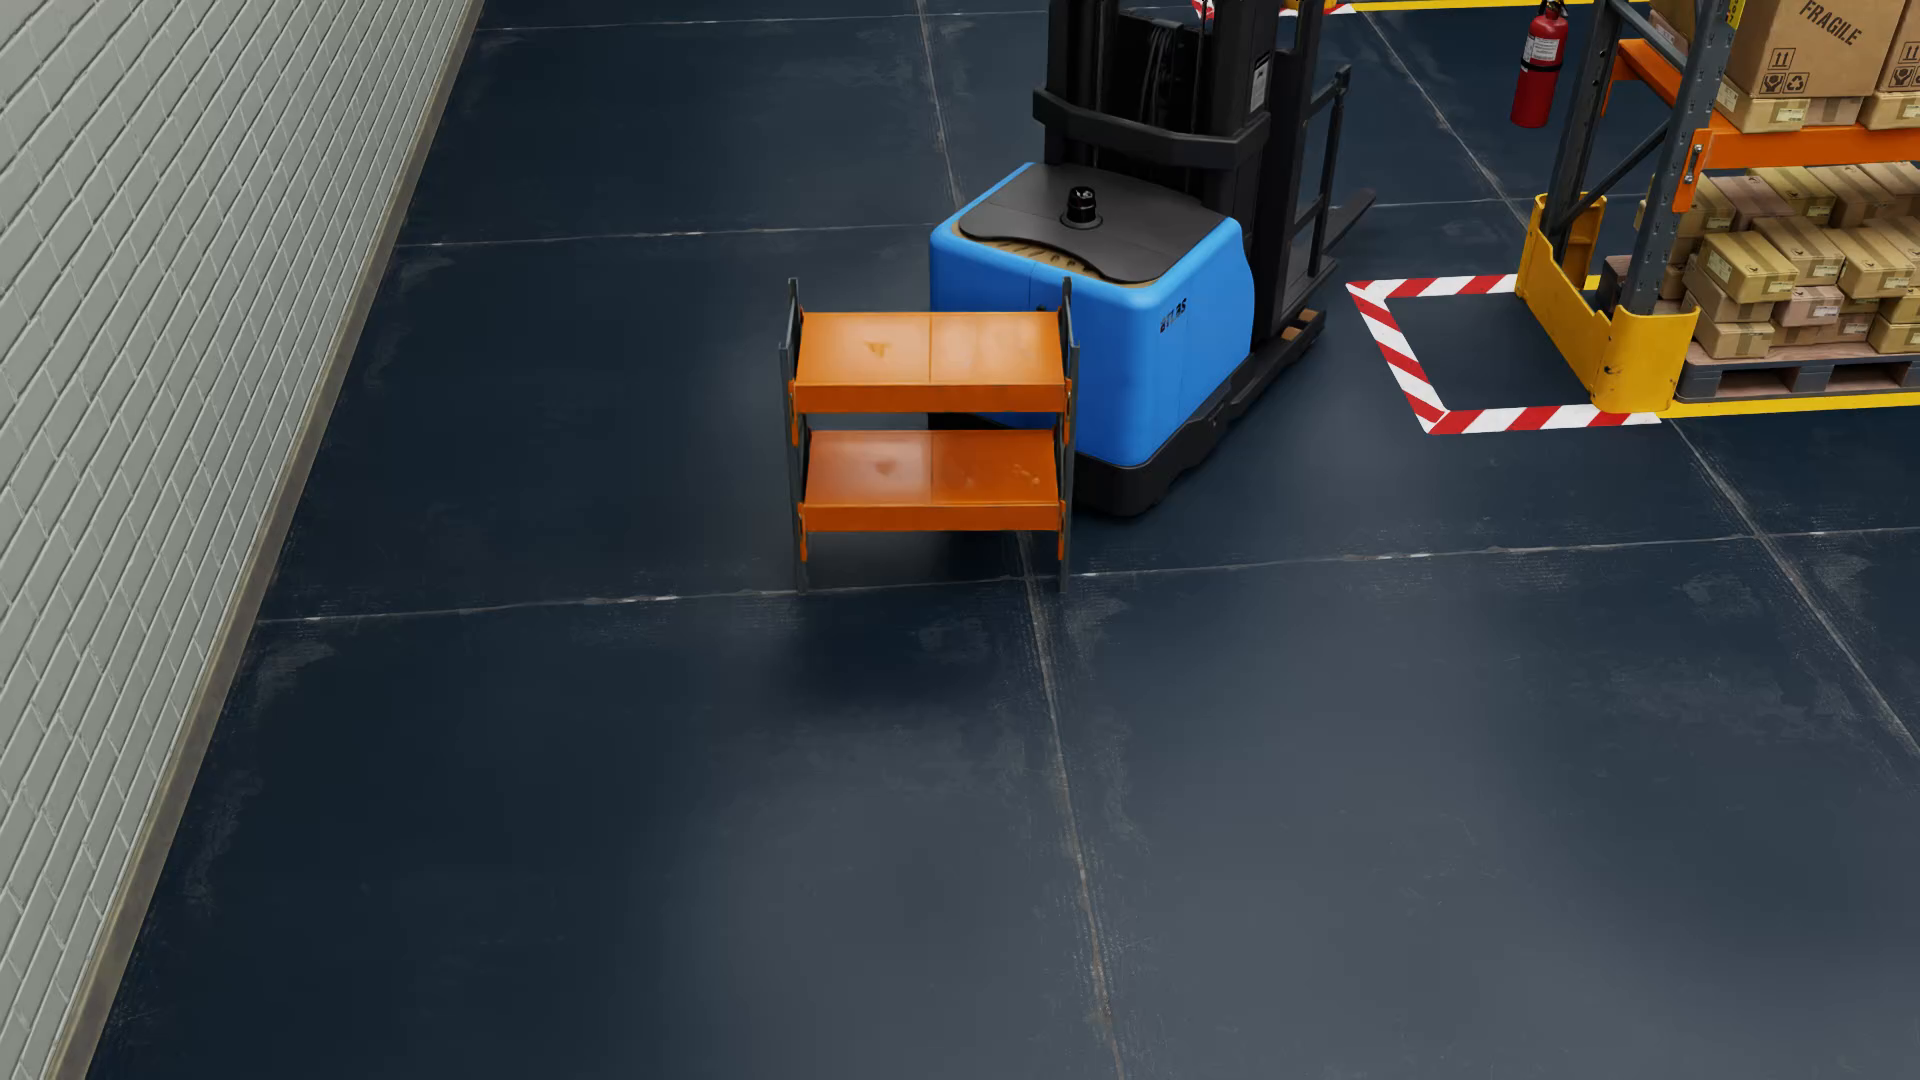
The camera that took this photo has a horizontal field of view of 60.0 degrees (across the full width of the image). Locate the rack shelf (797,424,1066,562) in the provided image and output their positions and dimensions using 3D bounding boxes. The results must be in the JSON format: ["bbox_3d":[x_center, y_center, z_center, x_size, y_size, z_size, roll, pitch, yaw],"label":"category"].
[{"bbox_3d":[-0.108,-0.188,6.475,1.000,0.278,0.538,0,38,0],"label":"rack shelf"}]

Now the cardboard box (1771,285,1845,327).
[{"bbox_3d":[3.743,-1.120,7.470,0.250,0.149,0.380,-3,38,-4],"label":"cardboard box"}]

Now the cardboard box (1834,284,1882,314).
[{"bbox_3d":[3.979,-1.188,7.556,0.250,0.149,0.380,-3,38,-3],"label":"cardboard box"}]

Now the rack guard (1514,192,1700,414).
[{"bbox_3d":[2.996,-1.130,7.778,0.348,0.500,1.175,-3,38,-4],"label":"rack guard"}]

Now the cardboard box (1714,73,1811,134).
[{"bbox_3d":[3.272,-1.824,6.842,0.250,0.149,0.380,-3,38,-4],"label":"cardboard box"}]

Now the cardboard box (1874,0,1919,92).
[{"bbox_3d":[3.923,-2.162,6.748,0.500,0.500,0.500,-3,38,-4],"label":"cardboard box"}]

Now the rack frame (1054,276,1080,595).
[{"bbox_3d":[0.400,-0.383,6.328,0.032,1.125,0.500,0,38,0],"label":"rack frame"}]

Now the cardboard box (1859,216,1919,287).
[{"bbox_3d":[4.238,-1.294,7.450,0.250,0.149,0.380,-5,39,-6],"label":"cardboard box"}]

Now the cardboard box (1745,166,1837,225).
[{"bbox_3d":[3.927,-1.642,7.892,0.250,0.149,0.380,-4,38,-5],"label":"cardboard box"}]

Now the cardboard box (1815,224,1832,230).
[{"bbox_3d":[3.938,-1.504,7.957,0.250,0.149,0.380,-5,39,-6],"label":"cardboard box"}]

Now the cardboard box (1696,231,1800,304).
[{"bbox_3d":[3.472,-1.205,7.338,0.250,0.149,0.380,-5,39,-6],"label":"cardboard box"}]

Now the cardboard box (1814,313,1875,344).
[{"bbox_3d":[3.971,-1.066,7.642,0.250,0.149,0.380,-3,38,-3],"label":"cardboard box"}]

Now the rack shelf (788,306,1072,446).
[{"bbox_3d":[-0.108,-0.610,6.143,1.000,0.278,0.538,0,38,0],"label":"rack shelf"}]

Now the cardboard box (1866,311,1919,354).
[{"bbox_3d":[4.235,-1.013,7.574,0.250,0.149,0.380,-3,38,-3],"label":"cardboard box"}]

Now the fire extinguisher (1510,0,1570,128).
[{"bbox_3d":[2.629,-2.201,7.481,0.183,0.674,0.296,-3,38,-4],"label":"fire extinguisher"}]

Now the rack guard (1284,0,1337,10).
[{"bbox_3d":[2.357,-4.173,11.635,0.348,0.500,1.175,-3,38,-4],"label":"rack guard"}]

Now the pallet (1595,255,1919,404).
[{"bbox_3d":[3.808,-1.039,7.896,1.213,0.211,1.003,-3,38,-4],"label":"pallet"}]

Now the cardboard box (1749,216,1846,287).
[{"bbox_3d":[3.736,-1.294,7.451,0.250,0.149,0.380,-2,38,-3],"label":"cardboard box"}]

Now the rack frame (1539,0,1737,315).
[{"bbox_3d":[2.920,-2.107,6.998,0.127,3.000,1.000,-3,38,-4],"label":"rack frame"}]

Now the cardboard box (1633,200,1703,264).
[{"bbox_3d":[3.421,-1.474,7.919,0.250,0.149,0.380,-4,38,-5],"label":"cardboard box"}]

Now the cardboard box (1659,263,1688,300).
[{"bbox_3d":[3.426,-1.310,7.951,0.250,0.149,0.380,-3,38,-3],"label":"cardboard box"}]

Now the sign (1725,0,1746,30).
[{"bbox_3d":[2.969,-2.112,6.306,0.005,0.325,0.100,-3,38,-4],"label":"sign"}]

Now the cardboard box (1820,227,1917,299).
[{"bbox_3d":[3.999,-1.229,7.368,0.250,0.149,0.380,-3,38,-4],"label":"cardboard box"}]

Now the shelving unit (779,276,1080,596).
[{"bbox_3d":[-0.108,-0.380,6.324,1.048,1.125,0.538,0,38,0],"label":"shelving unit"}]

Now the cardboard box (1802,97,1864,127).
[{"bbox_3d":[3.522,-1.863,6.892,0.250,0.149,0.380,-2,38,-2],"label":"cardboard box"}]

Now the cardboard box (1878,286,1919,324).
[{"bbox_3d":[4.244,-1.135,7.489,0.250,0.149,0.380,-2,38,-3],"label":"cardboard box"}]

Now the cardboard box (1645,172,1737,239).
[{"bbox_3d":[3.425,-1.571,7.802,0.250,0.149,0.380,-3,38,-3],"label":"cardboard box"}]

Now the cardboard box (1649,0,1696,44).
[{"bbox_3d":[3.345,-2.446,7.108,0.500,0.500,0.500,-2,38,-3],"label":"cardboard box"}]

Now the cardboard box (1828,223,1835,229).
[{"bbox_3d":[4.215,-1.455,7.895,0.250,0.149,0.380,-4,38,-5],"label":"cardboard box"}]

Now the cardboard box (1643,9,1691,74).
[{"bbox_3d":[3.220,-2.200,7.320,0.250,0.149,0.380,-3,38,-4],"label":"cardboard box"}]

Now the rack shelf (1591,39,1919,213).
[{"bbox_3d":[4.912,-1.934,7.360,4.000,0.370,1.077,-3,38,-4],"label":"rack shelf"}]

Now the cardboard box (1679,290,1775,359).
[{"bbox_3d":[3.471,-0.984,7.537,0.250,0.149,0.380,-2,38,-3],"label":"cardboard box"}]

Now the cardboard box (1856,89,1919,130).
[{"bbox_3d":[3.795,-1.845,6.869,0.250,0.149,0.380,-4,38,-5],"label":"cardboard box"}]

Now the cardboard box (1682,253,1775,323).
[{"bbox_3d":[3.465,-1.139,7.495,0.250,0.149,0.380,-2,38,-2],"label":"cardboard box"}]

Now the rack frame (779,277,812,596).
[{"bbox_3d":[-0.617,-0.377,6.320,0.032,1.125,0.500,0,38,0],"label":"rack frame"}]

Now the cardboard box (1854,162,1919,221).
[{"bbox_3d":[4.453,-1.666,7.923,0.250,0.149,0.380,-2,38,-2],"label":"cardboard box"}]

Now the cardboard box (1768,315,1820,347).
[{"bbox_3d":[3.724,-1.048,7.620,0.250,0.149,0.380,-3,38,-4],"label":"cardboard box"}]

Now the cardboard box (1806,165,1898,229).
[{"bbox_3d":[4.191,-1.617,7.860,0.250,0.149,0.380,-5,39,-6],"label":"cardboard box"}]

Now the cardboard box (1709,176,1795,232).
[{"bbox_3d":[3.681,-1.550,7.775,0.250,0.149,0.380,-2,38,-3],"label":"cardboard box"}]

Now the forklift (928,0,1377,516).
[{"bbox_3d":[1.083,-2.128,7.081,1.130,2.935,3.031,22,43,25],"label":"forklift"}]

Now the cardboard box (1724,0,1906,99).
[{"bbox_3d":[3.392,-2.117,6.690,0.500,0.500,0.500,-1,38,-2],"label":"cardboard box"}]
